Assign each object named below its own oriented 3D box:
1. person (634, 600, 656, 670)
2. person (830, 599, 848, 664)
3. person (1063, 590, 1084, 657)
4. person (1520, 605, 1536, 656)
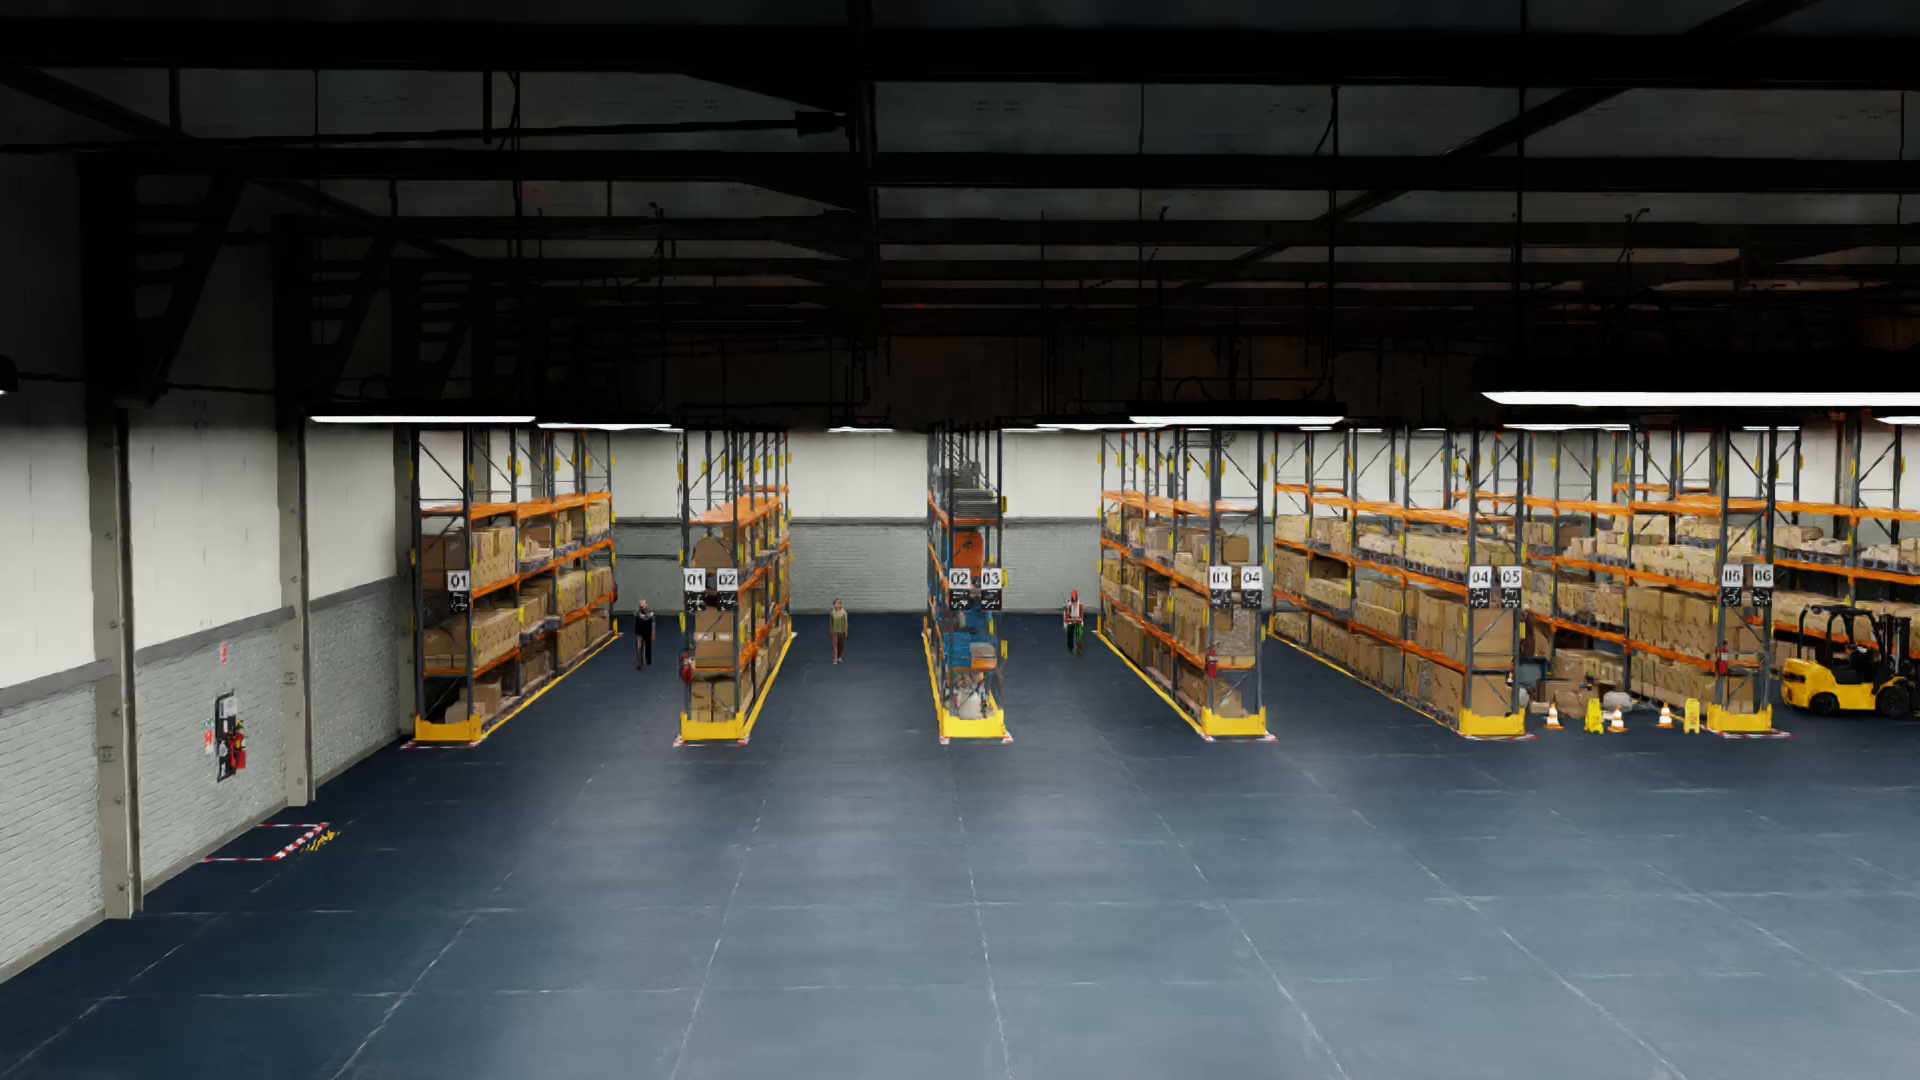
[{"bbox_3d":[-7.681,2.294,40.526,0.553,1.673,1.030,0,4,-4],"label":"person"},{"bbox_3d":[-3.014,2.261,41.412,0.458,1.612,1.019,0,4,-4],"label":"person"},{"bbox_3d":[2.929,2.122,42.675,0.553,1.709,1.123,0,4,-1],"label":"person"},{"bbox_3d":[12.984,2.367,38.251,0.637,1.775,0.675,2,4,24],"label":"person"}]
